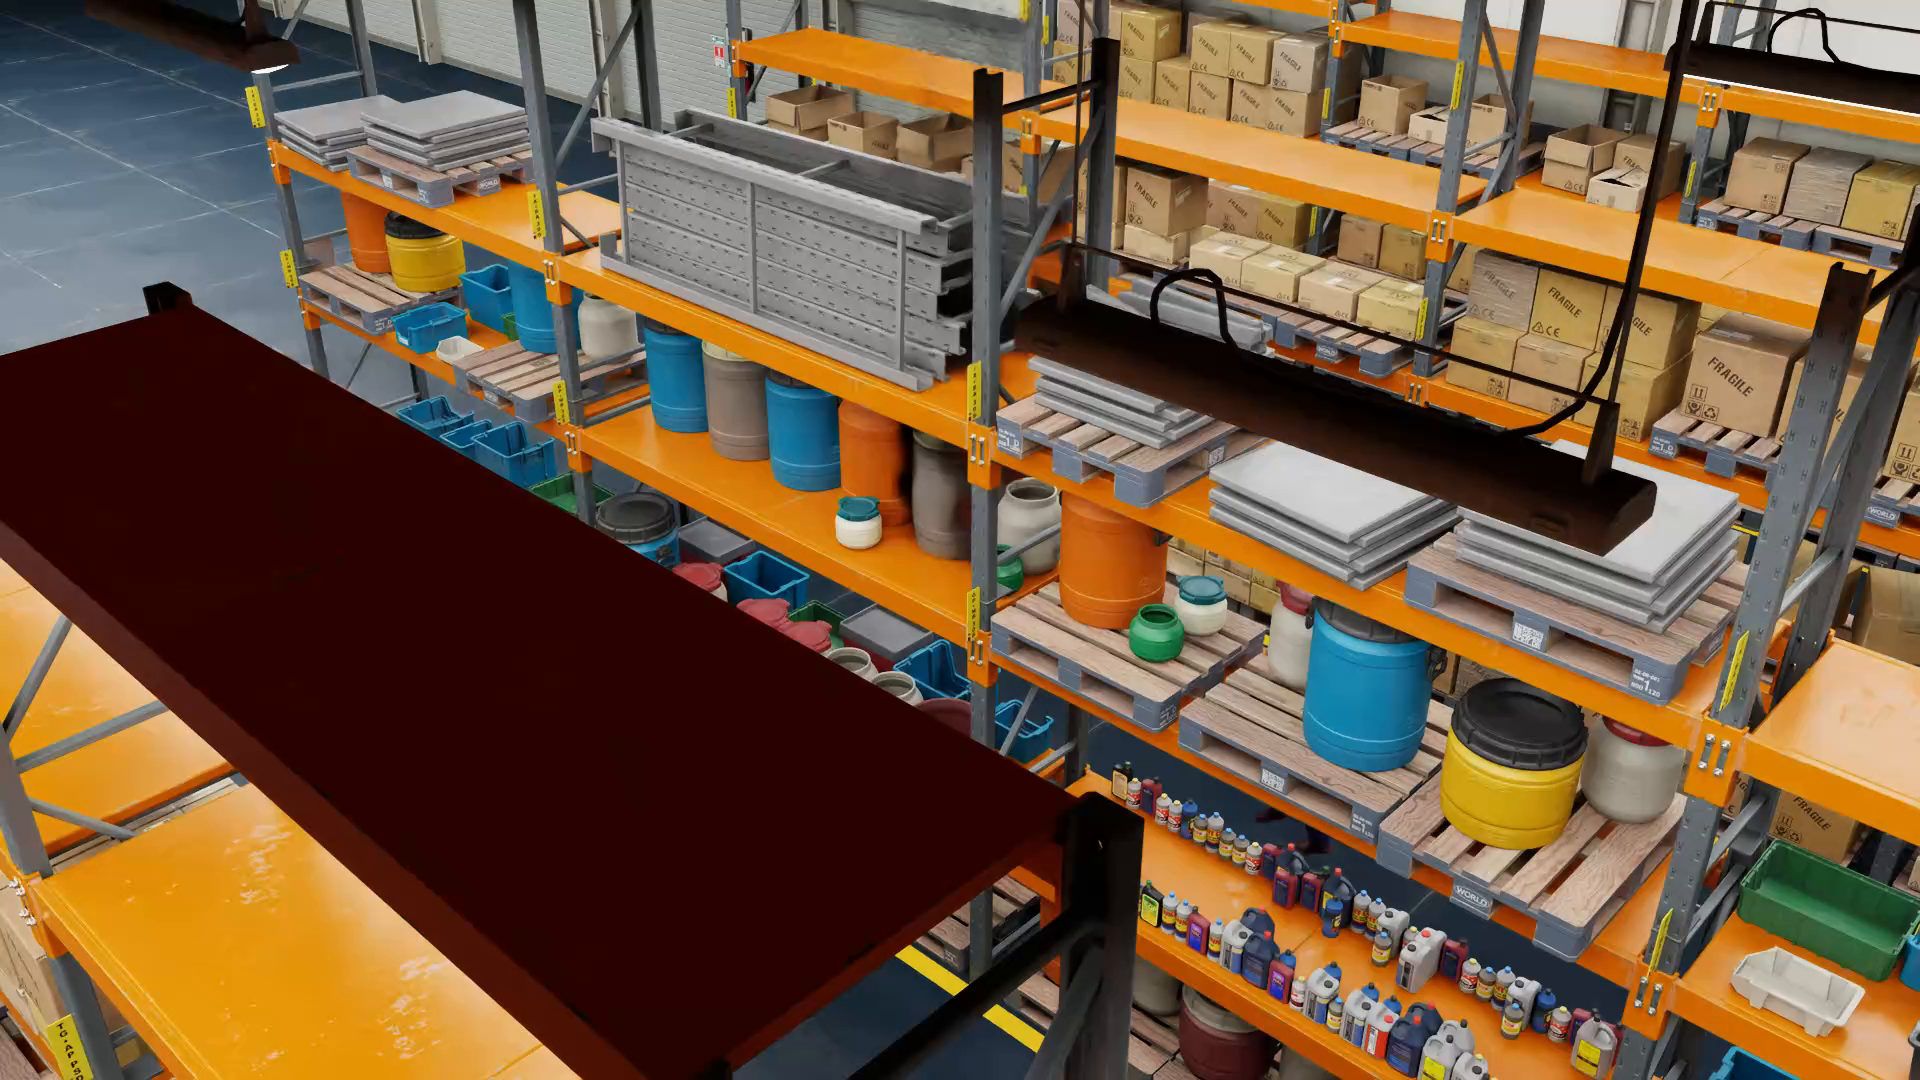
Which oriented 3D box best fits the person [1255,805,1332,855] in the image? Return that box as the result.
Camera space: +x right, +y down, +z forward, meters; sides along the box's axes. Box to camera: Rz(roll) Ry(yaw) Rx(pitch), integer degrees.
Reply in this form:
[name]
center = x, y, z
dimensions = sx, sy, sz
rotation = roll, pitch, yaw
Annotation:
[person]
center = 2.356, 1.429, 11.484
dimensions = 0.735, 1.723, 0.582
rotation = 23, 36, 34
